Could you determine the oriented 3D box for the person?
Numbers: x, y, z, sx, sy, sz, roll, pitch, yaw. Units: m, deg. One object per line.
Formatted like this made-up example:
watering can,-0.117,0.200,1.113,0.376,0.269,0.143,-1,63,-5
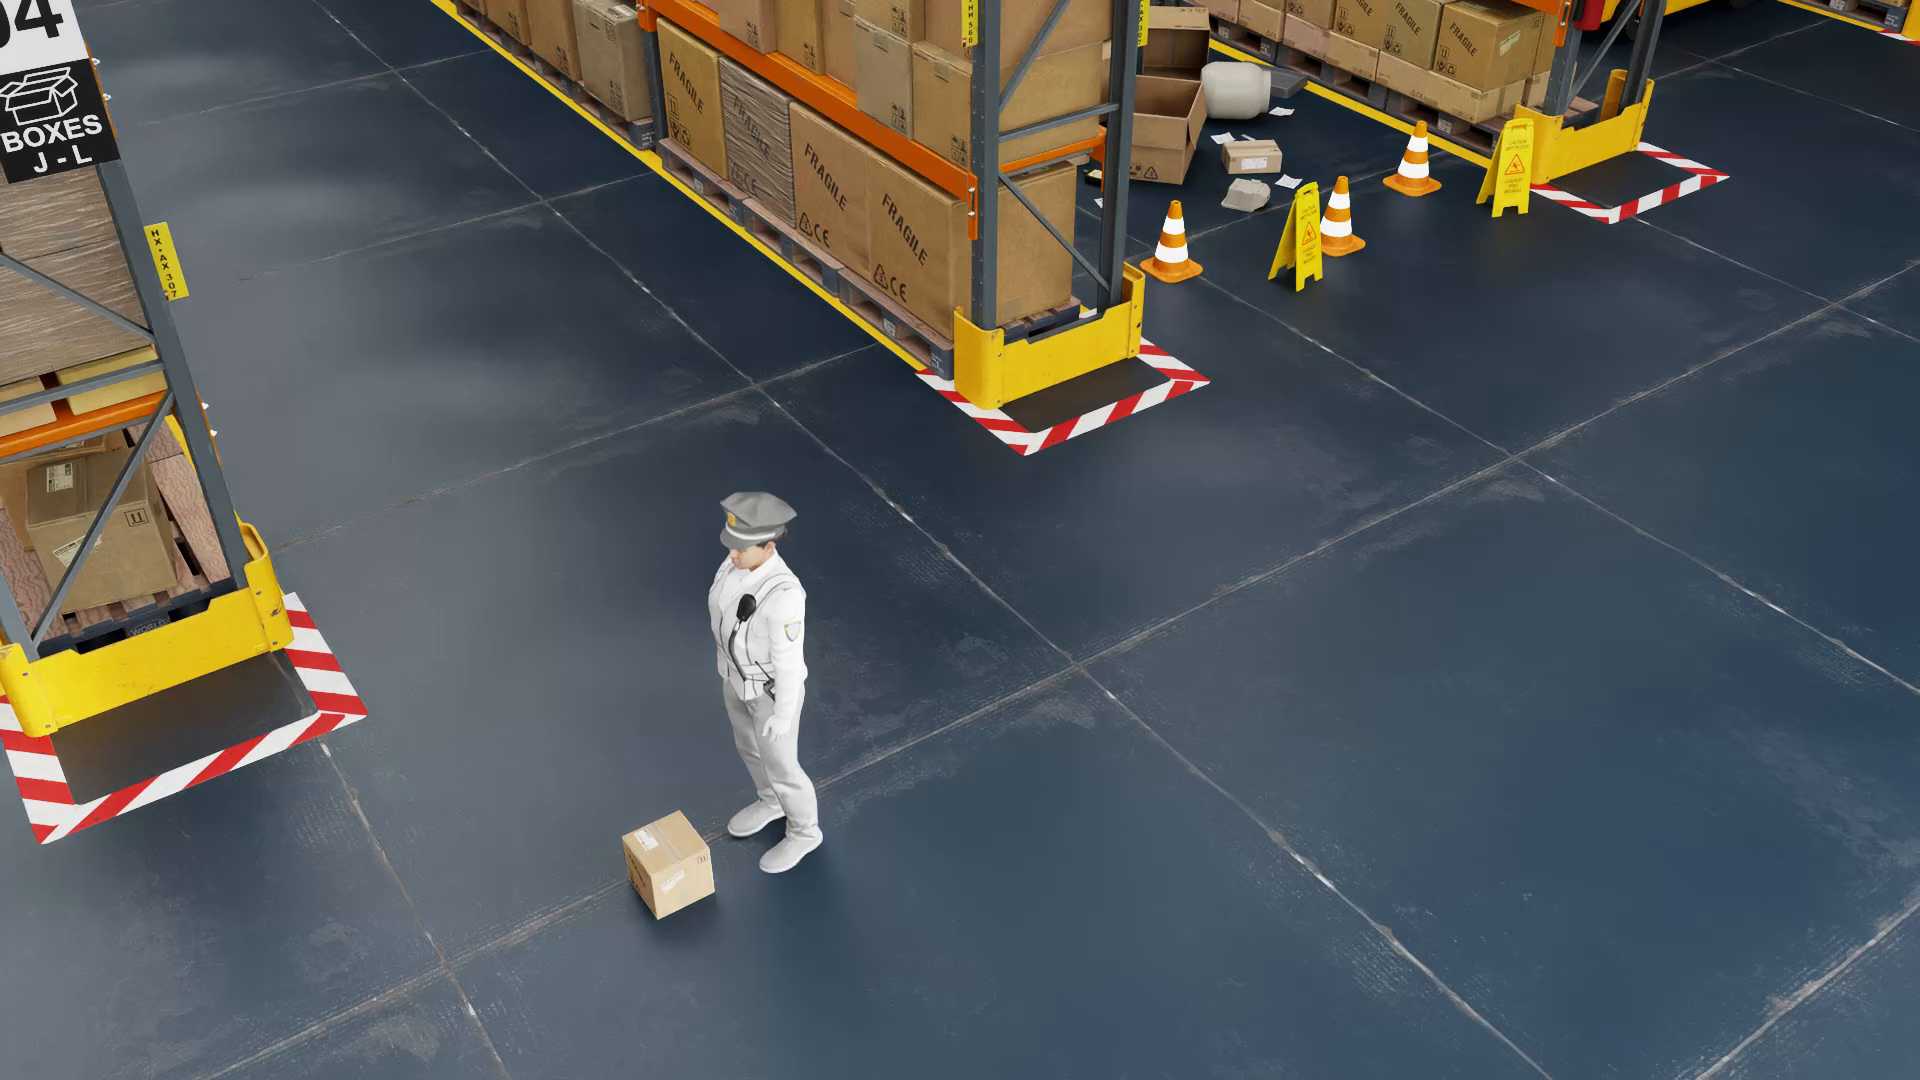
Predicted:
person,-0.744,0.548,6.260,0.339,1.687,0.467,-22,42,-26
